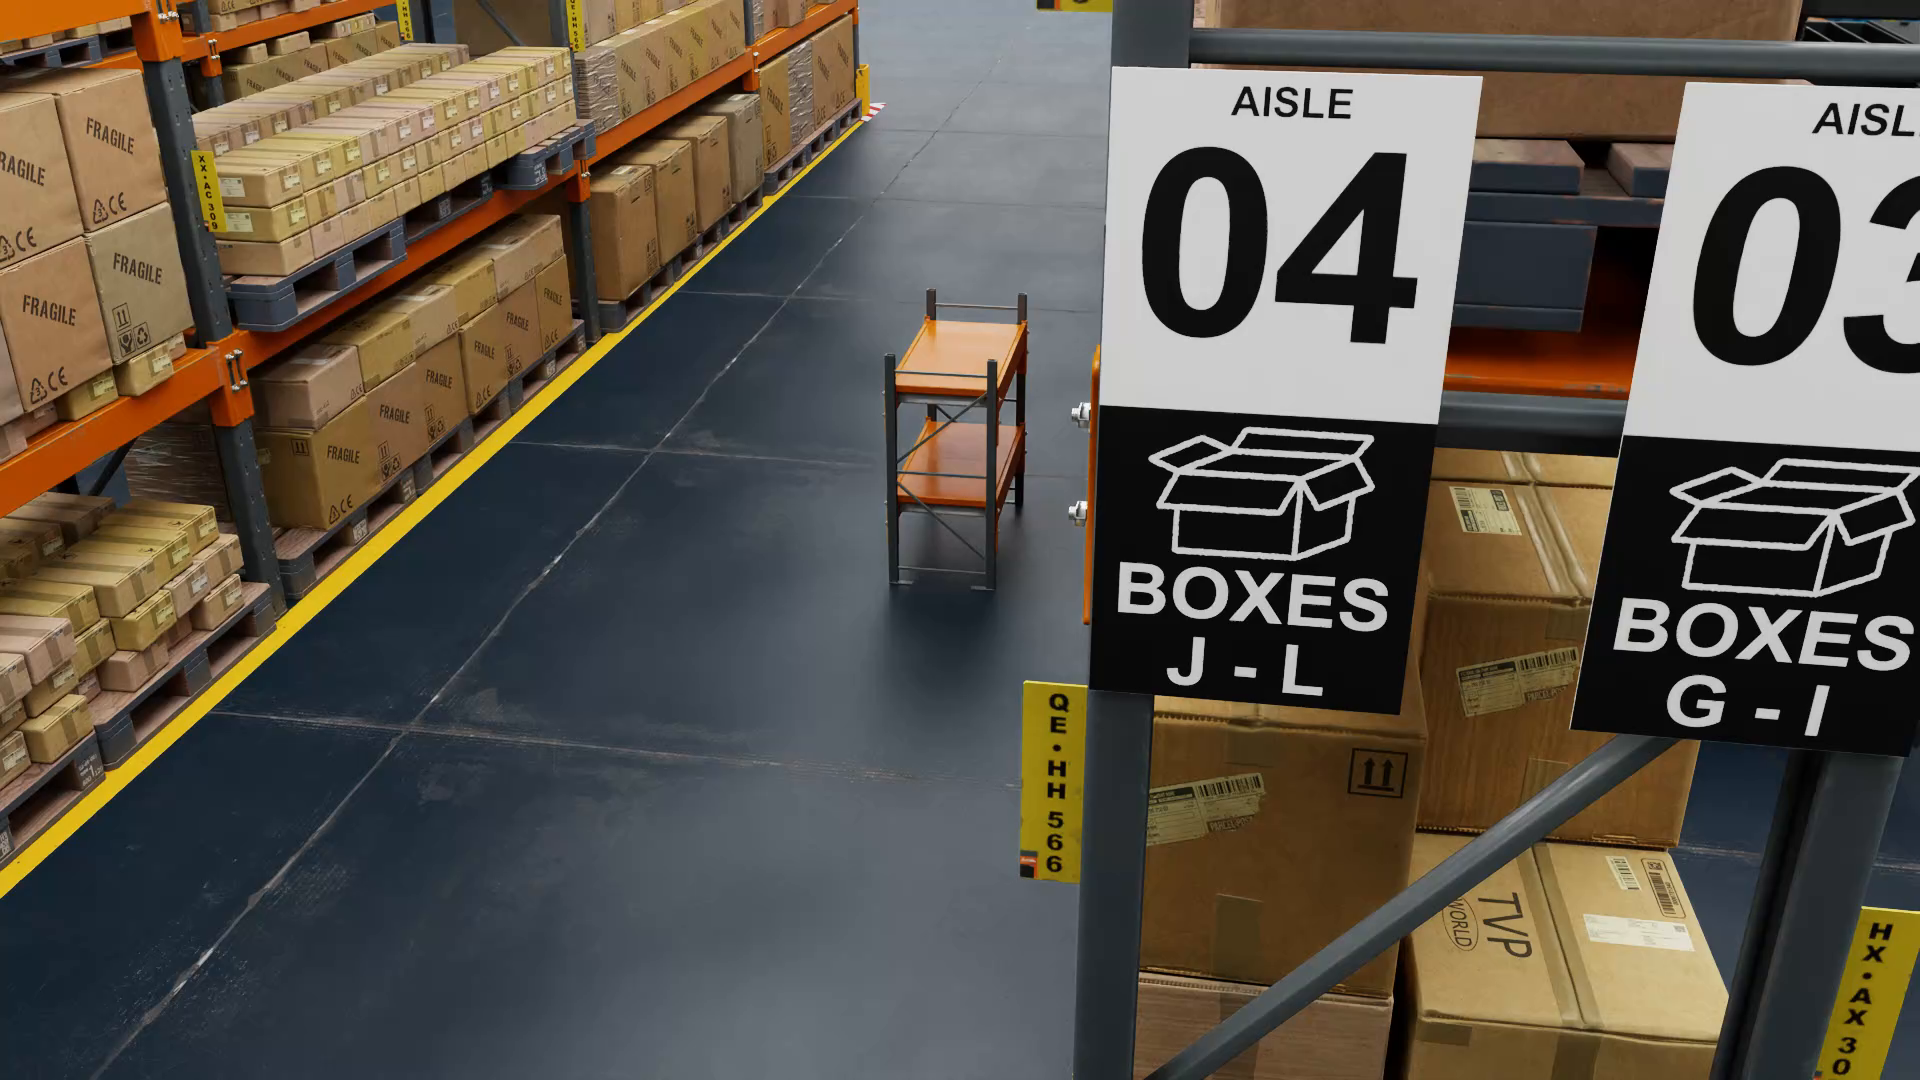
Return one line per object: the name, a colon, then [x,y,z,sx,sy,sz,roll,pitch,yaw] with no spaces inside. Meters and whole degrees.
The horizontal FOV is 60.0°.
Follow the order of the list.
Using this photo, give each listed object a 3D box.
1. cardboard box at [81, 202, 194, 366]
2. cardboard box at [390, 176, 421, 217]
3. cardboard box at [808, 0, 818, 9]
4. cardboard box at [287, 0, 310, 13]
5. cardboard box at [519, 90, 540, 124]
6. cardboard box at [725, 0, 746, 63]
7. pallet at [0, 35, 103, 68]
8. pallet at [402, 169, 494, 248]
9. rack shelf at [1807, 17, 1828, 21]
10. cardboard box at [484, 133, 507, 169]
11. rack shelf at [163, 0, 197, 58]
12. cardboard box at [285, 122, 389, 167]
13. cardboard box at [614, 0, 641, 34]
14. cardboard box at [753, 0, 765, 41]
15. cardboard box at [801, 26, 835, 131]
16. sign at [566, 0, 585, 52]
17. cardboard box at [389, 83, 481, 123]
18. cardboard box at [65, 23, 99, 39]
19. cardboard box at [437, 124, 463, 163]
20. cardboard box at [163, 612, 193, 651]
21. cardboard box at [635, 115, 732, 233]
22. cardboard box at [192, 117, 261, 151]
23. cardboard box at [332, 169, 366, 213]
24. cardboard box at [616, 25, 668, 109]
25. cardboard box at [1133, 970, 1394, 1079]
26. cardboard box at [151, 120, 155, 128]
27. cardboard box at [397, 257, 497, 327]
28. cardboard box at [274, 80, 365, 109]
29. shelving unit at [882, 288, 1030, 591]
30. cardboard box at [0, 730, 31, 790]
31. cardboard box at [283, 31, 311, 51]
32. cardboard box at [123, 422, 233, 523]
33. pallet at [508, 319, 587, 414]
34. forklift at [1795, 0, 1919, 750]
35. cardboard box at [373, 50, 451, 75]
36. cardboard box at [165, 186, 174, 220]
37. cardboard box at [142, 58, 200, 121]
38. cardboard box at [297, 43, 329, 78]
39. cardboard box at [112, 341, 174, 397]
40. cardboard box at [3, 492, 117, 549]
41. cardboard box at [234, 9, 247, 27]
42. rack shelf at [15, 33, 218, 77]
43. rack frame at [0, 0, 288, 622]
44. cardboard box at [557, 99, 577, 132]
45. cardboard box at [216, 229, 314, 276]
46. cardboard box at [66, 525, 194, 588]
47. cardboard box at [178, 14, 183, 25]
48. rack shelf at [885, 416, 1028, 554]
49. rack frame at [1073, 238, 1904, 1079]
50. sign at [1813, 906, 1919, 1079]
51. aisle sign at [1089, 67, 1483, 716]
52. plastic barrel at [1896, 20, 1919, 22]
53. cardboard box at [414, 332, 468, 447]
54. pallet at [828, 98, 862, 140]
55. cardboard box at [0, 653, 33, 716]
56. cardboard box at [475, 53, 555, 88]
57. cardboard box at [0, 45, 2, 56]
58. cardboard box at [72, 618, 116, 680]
cardboard box: [-3.354,-0.998,6.375,0.500,0.500,0.500,4,25,9]
cardboard box: [-2.868,-1.681,8.105,0.380,0.149,0.250,3,25,6]
cardboard box: [-1.892,-5.511,16.309,0.875,0.550,0.550,4,25,9]
cardboard box: [-6.560,-5.217,16.153,0.380,0.149,0.250,4,25,9]
cardboard box: [-2.614,-2.464,9.426,0.380,0.149,0.250,5,25,10]
cardboard box: [-2.068,-4.194,13.555,0.500,0.500,0.500,4,25,8]
pallet: [-7.517,-3.758,12.965,1.003,0.211,1.213,4,25,9]
pallet: [-3.183,-1.795,8.773,1.003,0.211,1.213,4,25,9]
rack shelf: [7.844,-4.167,14.464,1.077,0.370,4.000,4,25,9]
cardboard box: [-2.698,-2.123,9.049,0.380,0.149,0.250,3,25,6]
rack shelf: [-3.227,-2.909,8.237,1.077,0.370,4.000,4,25,9]
cardboard box: [-2.908,-1.847,7.757,0.380,0.149,0.250,4,25,8]
cardboard box: [-2.654,-3.824,11.585,0.700,0.500,0.500,4,25,8]
cardboard box: [-2.198,-4.609,14.381,0.875,0.550,0.550,4,25,9]
cardboard box: [-1.780,-4.630,16.615,0.875,0.875,0.875,4,25,8]
sign: [-2.363,-3.168,10.207,0.100,0.325,0.005,4,25,9]
cardboard box: [-2.741,-2.281,8.685,0.380,0.149,0.250,5,26,11]
cardboard box: [-7.139,-4.103,13.278,0.380,0.149,0.250,4,25,8]
cardboard box: [-2.782,-2.038,8.516,0.380,0.149,0.250,4,25,7]
cardboard box: [-3.407,0.351,6.828,0.380,0.149,0.250,5,25,10]
cardboard box: [-2.421,-2.888,13.040,1.050,0.750,0.750,4,25,9]
cardboard box: [-3.551,-1.897,7.865,0.380,0.149,0.250,4,25,8]
cardboard box: [-2.954,-1.601,7.581,0.380,0.149,0.250,5,25,10]
cardboard box: [-2.397,-3.351,11.753,0.500,0.500,0.500,4,25,8]
cardboard box: [0.487,0.731,2.976,0.500,0.250,0.500,4,25,8]
cardboard box: [-7.230,-3.467,14.723,0.950,0.372,0.625,4,25,9]
cardboard box: [-2.924,-1.383,9.235,0.500,0.250,0.500,5,25,10]
cardboard box: [-3.380,-2.329,8.787,0.380,0.149,0.250,5,26,10]
shelving unit: [-0.001,-0.507,8.005,0.538,1.125,1.048,4,25,9]
cardboard box: [-3.560,0.786,5.900,0.380,0.149,0.250,4,25,10]
cardboard box: [-6.581,-4.869,16.212,0.380,0.149,0.250,5,26,12]
cardboard box: [-3.681,-0.425,8.073,0.500,0.500,0.500,4,25,8]
pallet: [-3.029,-1.123,10.401,1.003,0.211,1.213,4,25,9]
forklift: [3.491,-1.120,7.186,1.130,2.935,3.031,5,26,11]
cardboard box: [-3.208,-2.766,9.721,0.380,0.149,0.250,3,25,7]
cardboard box: [-3.642,-1.542,7.455,0.380,0.149,0.250,4,25,9]
cardboard box: [-7.314,-4.237,15.627,0.500,0.500,0.500,4,25,8]
cardboard box: [-6.621,-4.641,16.489,0.500,0.500,0.500,5,26,11]
cardboard box: [-3.304,-0.675,6.451,0.380,0.149,0.250,3,25,7]
cardboard box: [-3.815,-0.079,7.046,0.380,0.149,0.250,5,26,11]
cardboard box: [-6.788,-4.792,15.245,0.380,0.149,0.250,5,26,10]
rack shelf: [-7.473,-3.524,13.090,1.077,0.370,4.000,4,25,9]
rack frame: [-3.554,-1.040,6.934,1.000,3.000,0.127,4,25,9]
cardboard box: [-2.527,-2.551,9.963,0.380,0.149,0.250,4,25,9]
cardboard box: [-3.036,-1.249,7.182,0.380,0.149,0.250,3,25,6]
cardboard box: [-3.358,0.068,6.732,0.380,0.149,0.250,4,25,9]
cardboard box: [-7.361,-4.833,15.334,0.380,0.149,0.250,5,25,10]
rack shelf: [-0.001,-0.285,8.109,0.538,0.278,1.000,4,25,9]
rack frame: [0.669,1.019,2.535,1.000,3.000,0.127,4,25,9]
sign: [1.216,0.632,2.247,0.100,0.325,0.005,4,25,9]
aisle sign: [0.361,-0.149,1.964,0.394,0.787,0.004,4,25,9]
plastic barrel: [7.155,-3.743,12.117,0.600,0.901,0.708,4,25,9]
cardboard box: [-3.014,-0.830,8.939,0.500,0.500,0.500,4,25,9]
pallet: [-1.646,-4.456,17.521,1.003,0.211,1.213,4,25,9]
cardboard box: [-3.496,0.509,5.790,0.380,0.149,0.250,3,25,7]
cardboard box: [-2.571,-2.717,9.616,0.380,0.149,0.250,4,25,8]
cardboard box: [-7.366,-3.660,12.332,0.380,0.149,0.250,6,26,12]
cardboard box: [-3.488,0.405,6.362,0.380,0.149,0.250,4,25,9]
